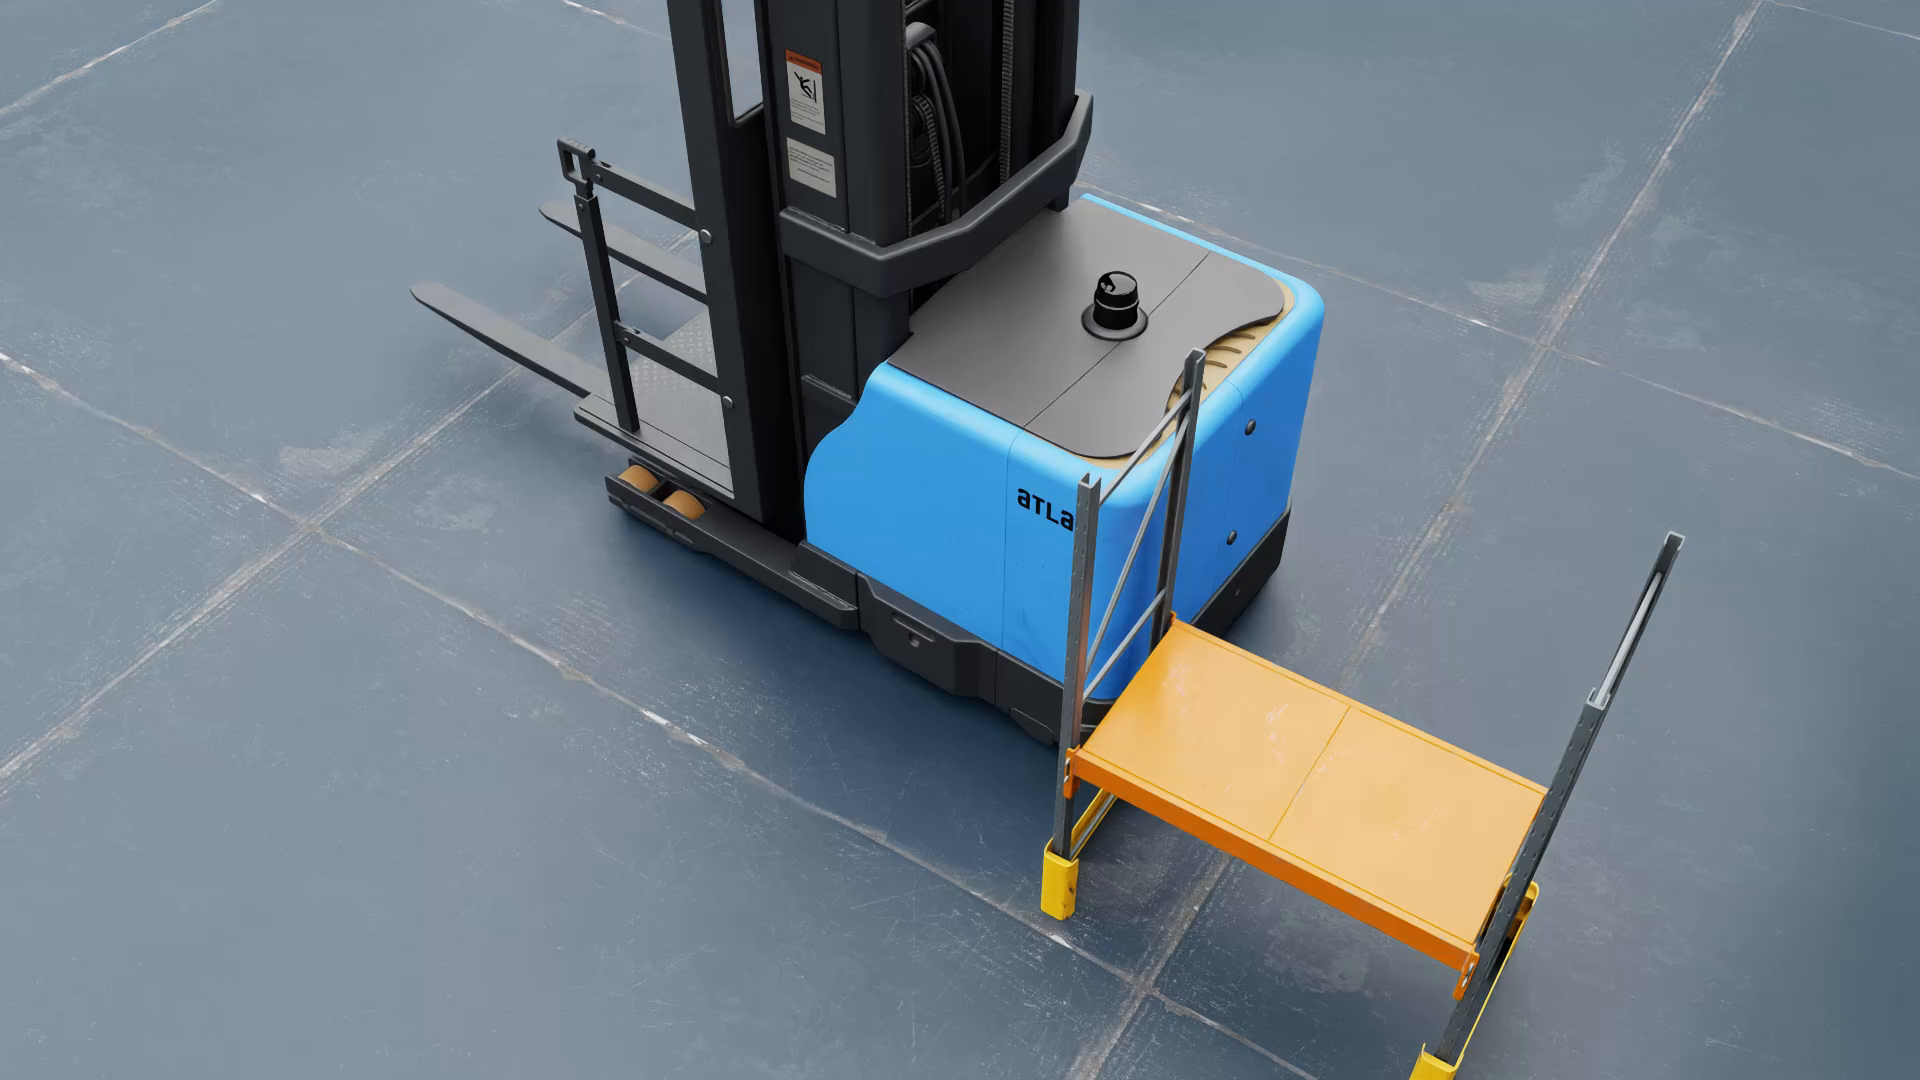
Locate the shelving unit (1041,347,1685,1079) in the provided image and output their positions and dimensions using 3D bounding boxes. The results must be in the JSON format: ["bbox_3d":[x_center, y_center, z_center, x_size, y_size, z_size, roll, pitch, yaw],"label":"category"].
[{"bbox_3d":[0.814,0.467,3.751,1.083,1.500,0.587,25,51,22],"label":"shelving unit"}]

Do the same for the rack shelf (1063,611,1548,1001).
[{"bbox_3d":[0.806,0.589,3.883,1.000,0.185,0.538,25,51,22],"label":"rack shelf"}]

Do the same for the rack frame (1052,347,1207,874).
[{"bbox_3d":[0.379,0.266,3.946,0.032,1.500,0.500,25,51,22],"label":"rack frame"}]

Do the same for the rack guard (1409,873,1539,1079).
[{"bbox_3d":[1.232,1.096,4.011,0.087,0.250,0.587,25,51,22],"label":"rack guard"}]

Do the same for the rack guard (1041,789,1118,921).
[{"bbox_3d":[0.395,0.709,4.387,0.087,0.250,0.587,25,51,22],"label":"rack guard"}]

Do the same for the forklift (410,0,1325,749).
[{"bbox_3d":[-0.502,-1.288,4.457,3.031,2.935,1.130,28,52,24],"label":"forklift"}]

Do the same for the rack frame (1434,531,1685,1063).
[{"bbox_3d":[1.233,0.661,3.562,0.032,1.500,0.500,25,51,22],"label":"rack frame"}]
